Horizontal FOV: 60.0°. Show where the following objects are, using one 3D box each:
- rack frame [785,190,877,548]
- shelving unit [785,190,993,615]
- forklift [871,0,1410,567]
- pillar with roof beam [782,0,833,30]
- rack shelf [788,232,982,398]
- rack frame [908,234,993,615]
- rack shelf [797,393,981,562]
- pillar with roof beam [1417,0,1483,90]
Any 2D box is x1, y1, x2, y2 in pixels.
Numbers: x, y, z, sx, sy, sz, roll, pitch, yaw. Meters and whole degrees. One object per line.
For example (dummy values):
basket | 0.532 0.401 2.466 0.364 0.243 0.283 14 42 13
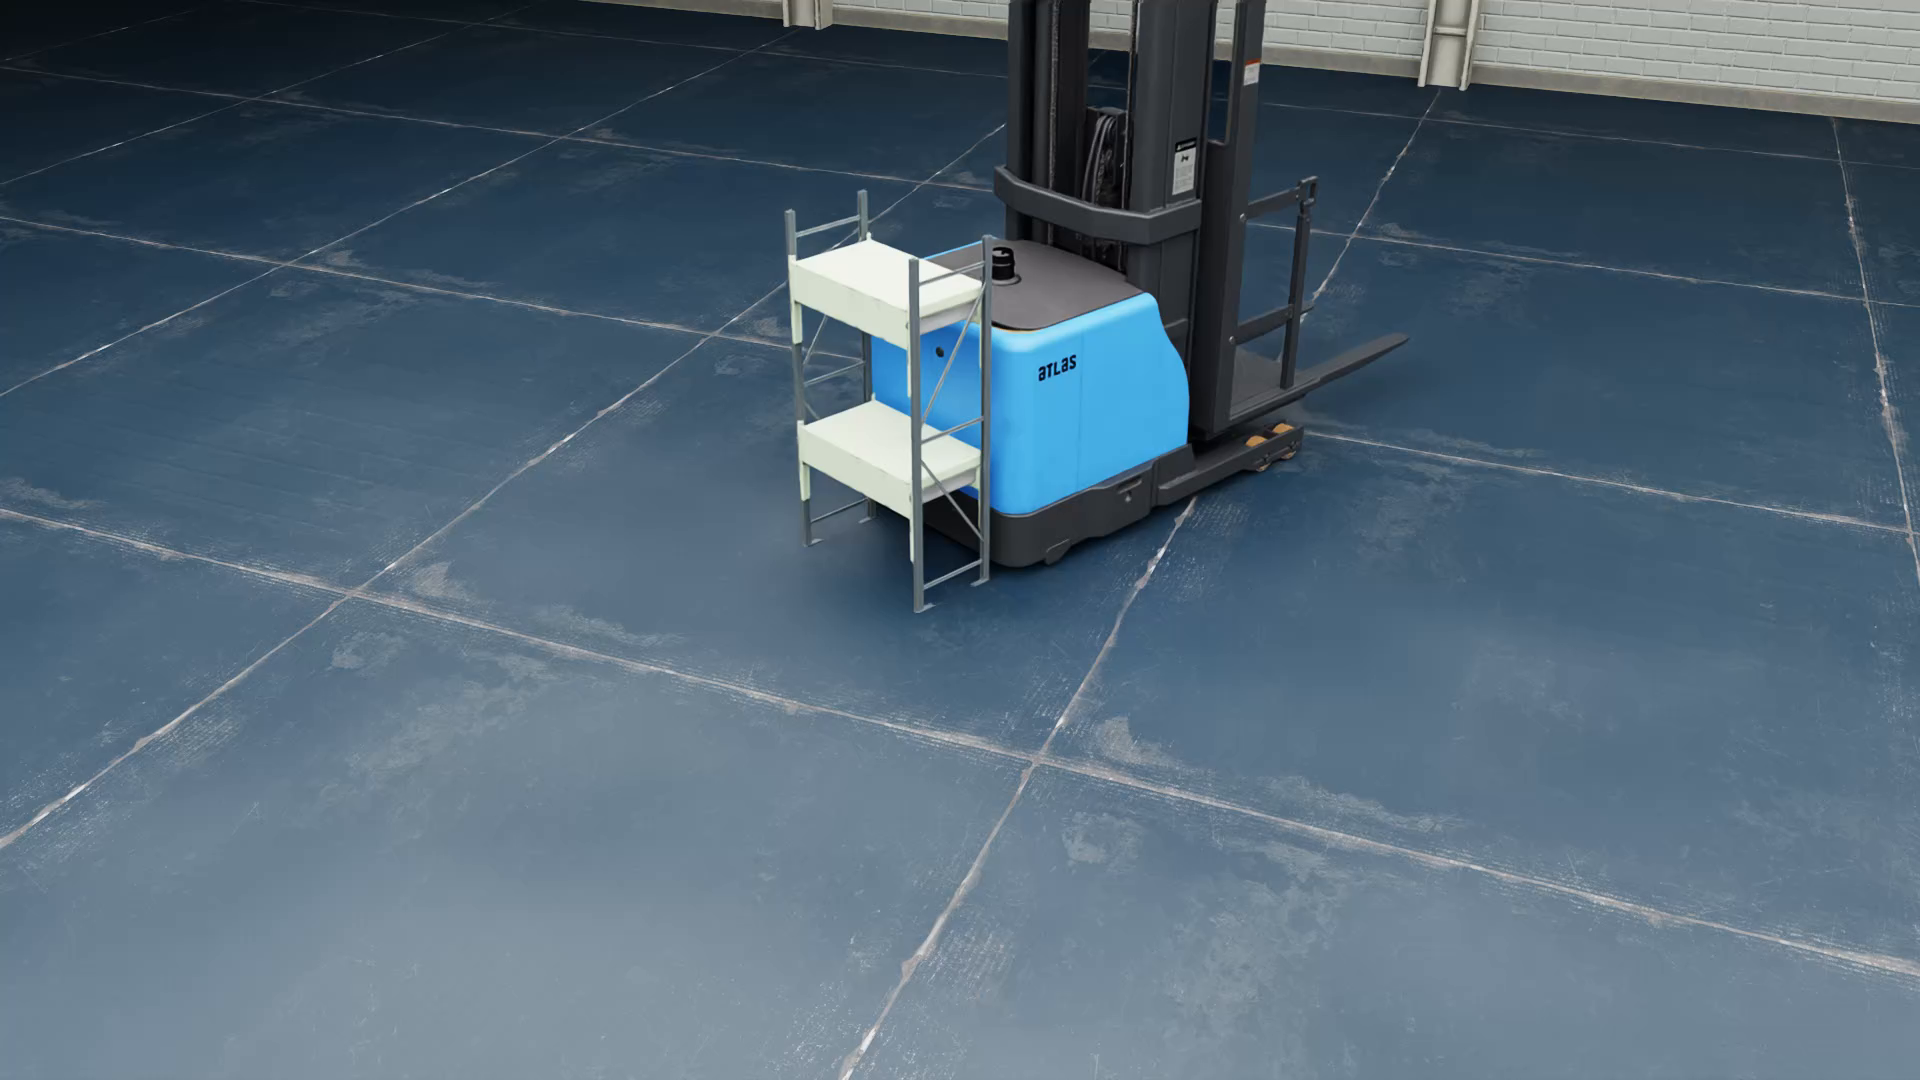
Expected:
rack frame | -0.527 -0.687 6.942 0.400 1.500 0.023 -24 37 -36
shelving unit | -0.280 -0.555 6.707 0.431 1.500 0.755 -24 37 -36
forklift | 1.000 -1.769 7.400 3.031 2.935 1.130 -24 37 -36
pillar with roof beam | -3.078 -6.928 10.363 0.400 9.000 9.100 11 31 19
rack shelf | -0.280 -0.895 6.515 0.431 0.370 0.720 -24 37 -36
rack frame | -0.032 -0.422 6.473 0.400 1.500 0.023 -24 37 -36
rack shelf | -0.280 -0.271 6.868 0.431 0.370 0.720 -24 37 -36
pillar with roof beam | 2.482 -5.818 8.399 0.400 9.000 9.100 11 31 19
